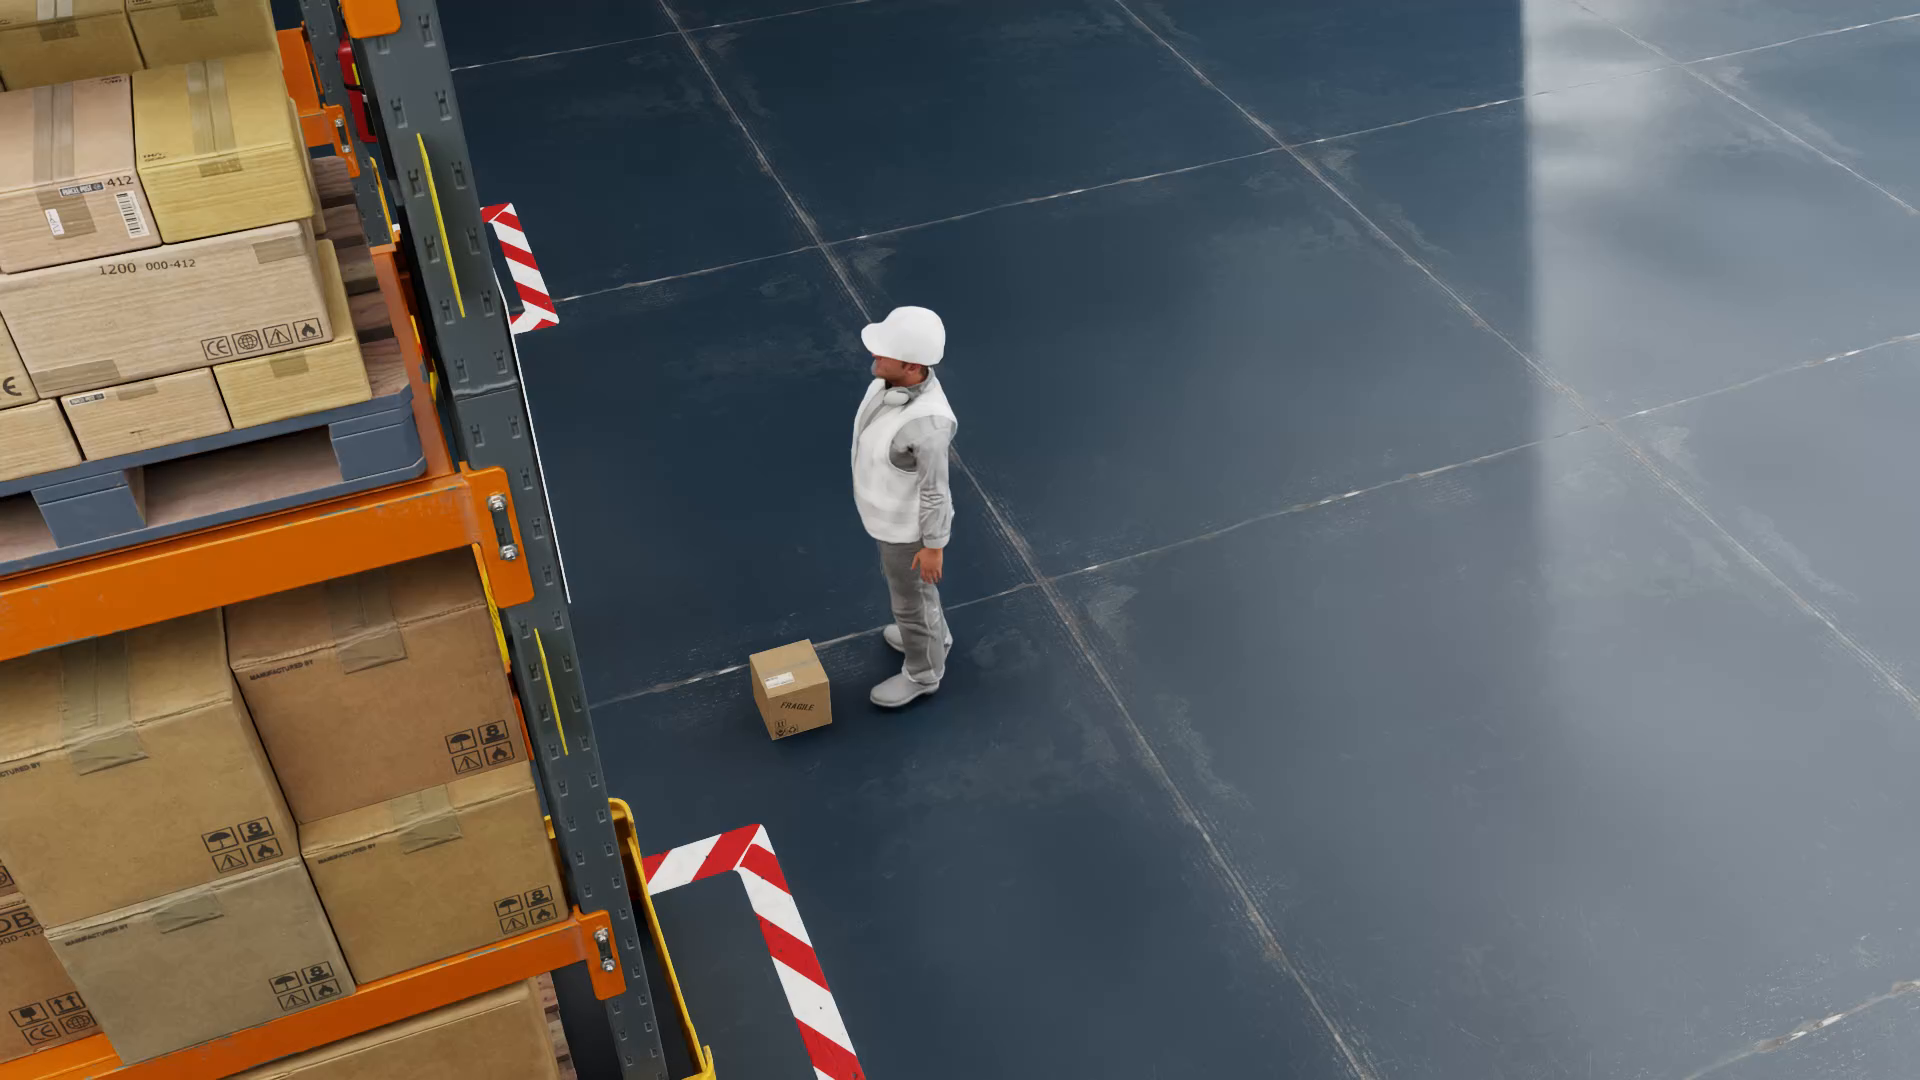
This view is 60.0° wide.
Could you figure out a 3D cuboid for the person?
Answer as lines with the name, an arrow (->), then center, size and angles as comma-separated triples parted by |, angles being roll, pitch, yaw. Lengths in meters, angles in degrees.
person -> -0.209, -0.120, 6.250 | 0.384, 1.775, 0.557 | -10, 42, -11
